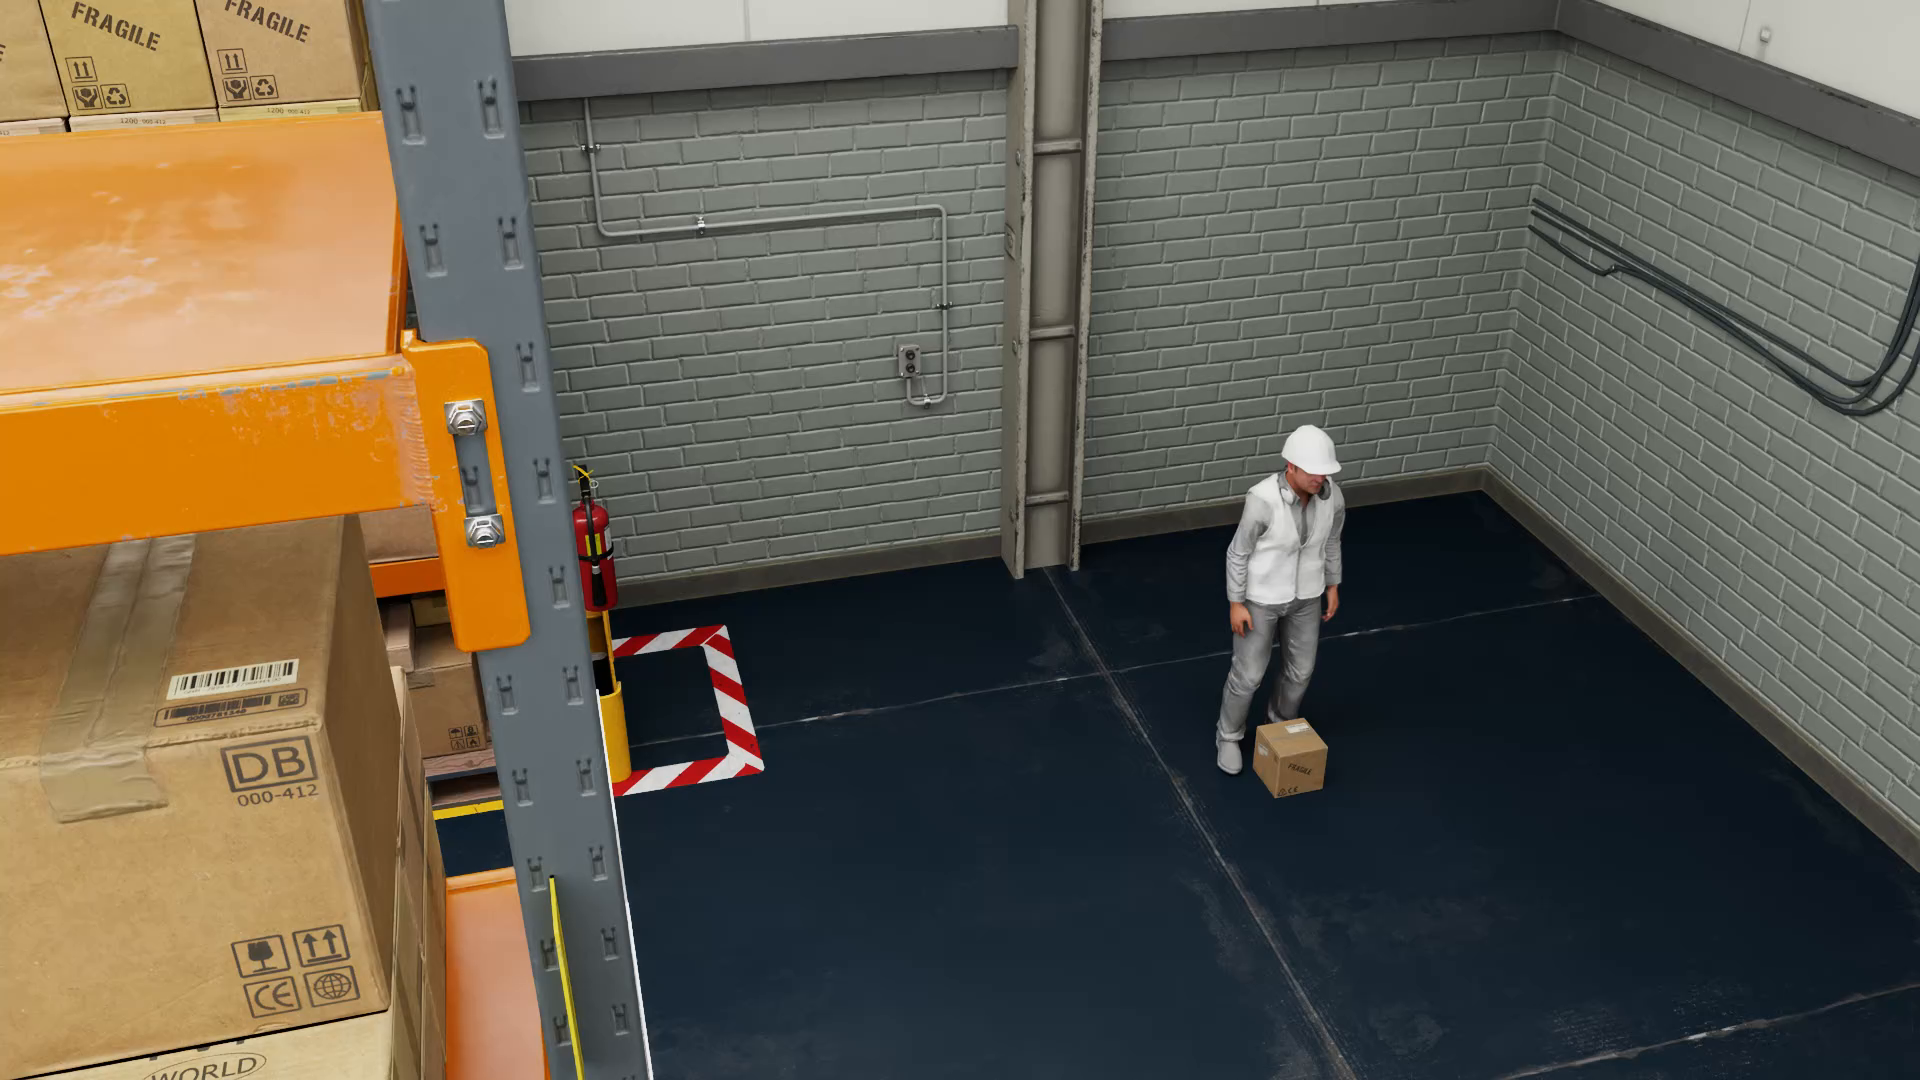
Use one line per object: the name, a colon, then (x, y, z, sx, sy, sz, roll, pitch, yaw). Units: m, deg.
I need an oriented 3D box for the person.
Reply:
person: (1.507, 0.254, 7.773, 0.594, 1.773, 0.457, -9, 31, -16)
